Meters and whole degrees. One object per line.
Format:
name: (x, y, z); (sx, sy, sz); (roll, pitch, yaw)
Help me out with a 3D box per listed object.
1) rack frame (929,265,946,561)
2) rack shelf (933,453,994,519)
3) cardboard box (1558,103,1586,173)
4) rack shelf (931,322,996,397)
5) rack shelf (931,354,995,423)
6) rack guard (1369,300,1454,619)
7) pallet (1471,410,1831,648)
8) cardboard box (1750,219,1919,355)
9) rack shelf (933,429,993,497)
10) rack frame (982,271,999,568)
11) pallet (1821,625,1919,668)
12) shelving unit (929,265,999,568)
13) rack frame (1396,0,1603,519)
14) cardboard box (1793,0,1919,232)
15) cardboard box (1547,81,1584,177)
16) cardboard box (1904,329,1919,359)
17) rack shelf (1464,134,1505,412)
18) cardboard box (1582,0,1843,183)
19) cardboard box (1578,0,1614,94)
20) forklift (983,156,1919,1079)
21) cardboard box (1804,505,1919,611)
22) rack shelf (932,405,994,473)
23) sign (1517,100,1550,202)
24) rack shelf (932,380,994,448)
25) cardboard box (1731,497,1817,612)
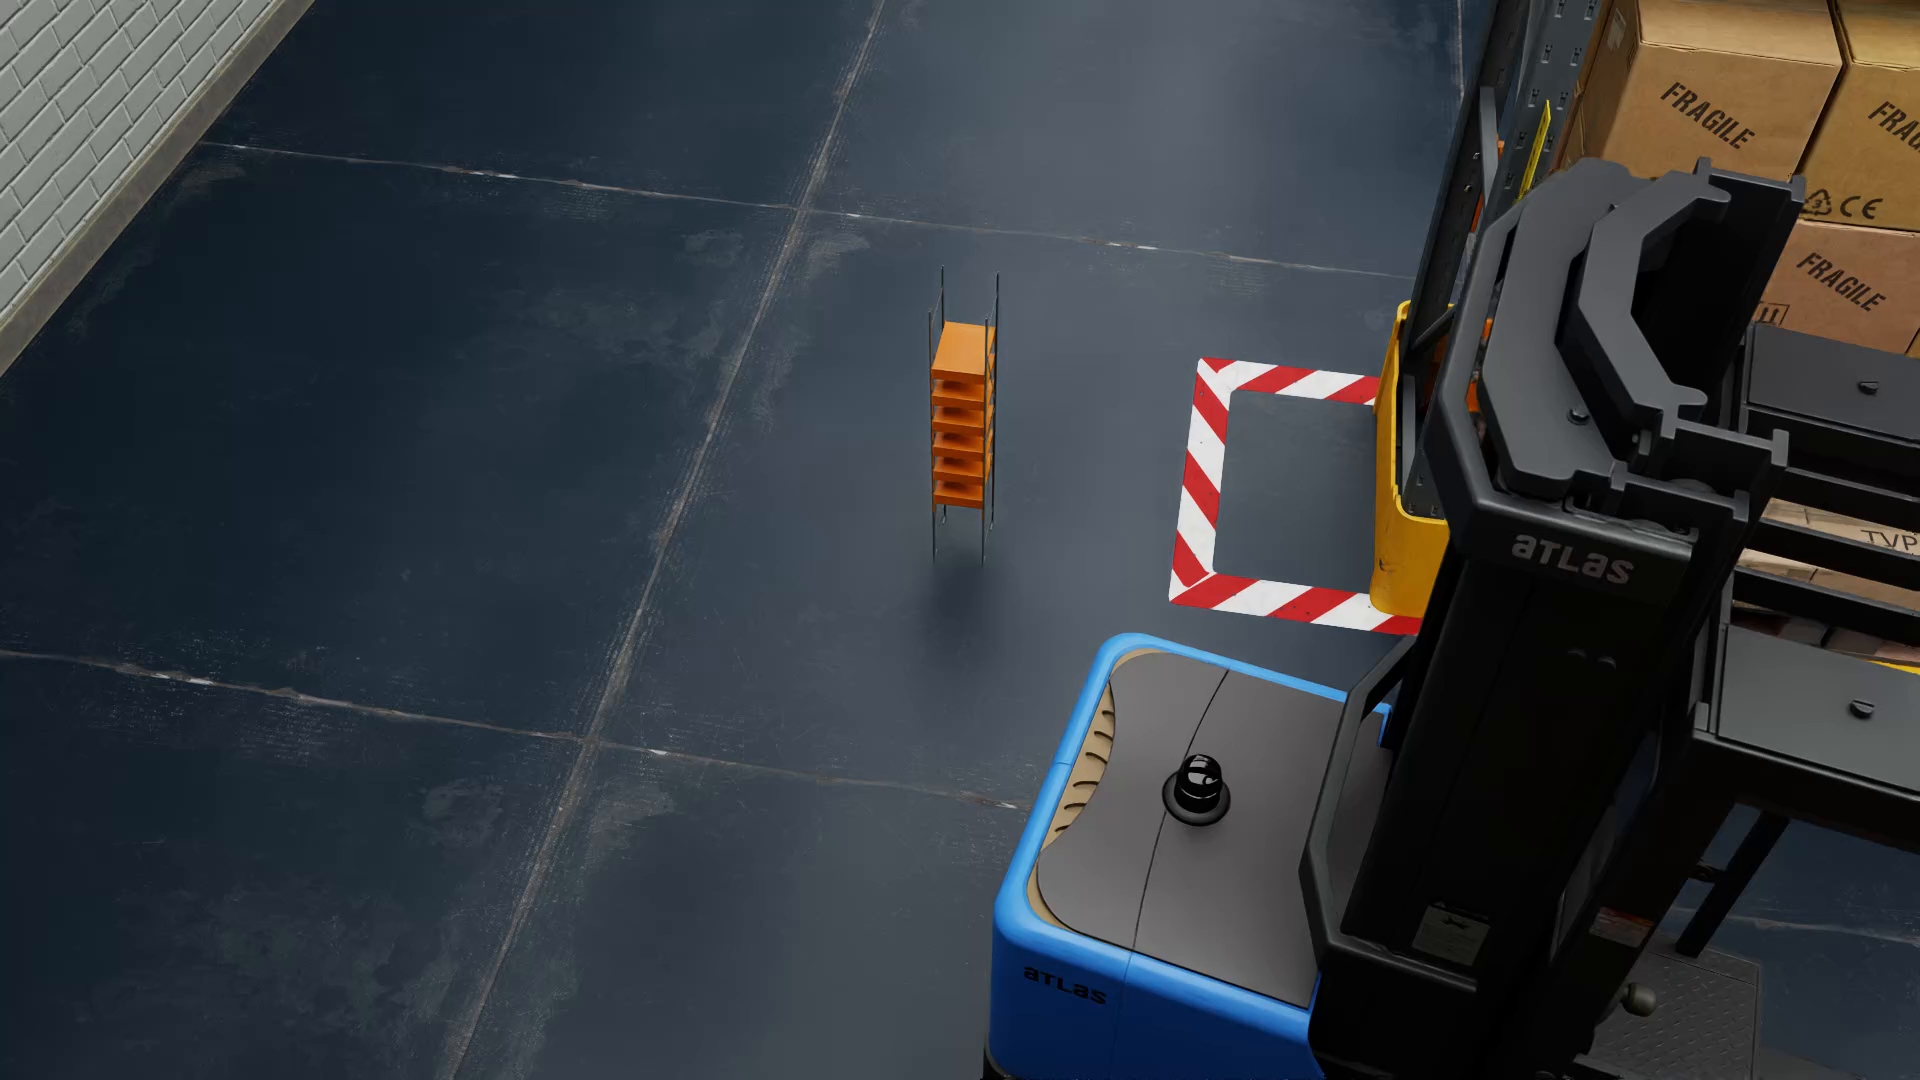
rack frame: (-0.076, -0.411, 5.813); (0.006, 1.200, 0.240); (8, 49, 7)
rack shelf: (0.014, -0.209, 6.014); (0.180, 0.103, 0.258); (8, 49, 7)
cardboard box: (2.070, -0.941, 5.012); (0.500, 0.500, 0.500); (9, 49, 8)
rack shelf: (0.014, -0.610, 5.567); (0.180, 0.103, 0.258); (8, 49, 7)
rack shelf: (0.014, -0.530, 5.657); (0.180, 0.103, 0.258); (8, 49, 7)
rack guard: (1.755, -0.314, 6.196); (0.348, 0.500, 1.175); (8, 49, 7)
pallet: (2.540, -0.112, 6.209); (1.213, 0.211, 1.003); (8, 49, 7)
cardboard box: (2.579, -0.877, 4.954); (0.500, 0.500, 0.500); (7, 48, 6)
rack shelf: (0.014, -0.289, 5.924); (0.180, 0.103, 0.258); (8, 49, 7)
rack frame: (0.104, -0.387, 5.791); (0.006, 1.200, 0.240); (8, 49, 7)
pallet: (3.737, 0.051, 6.063); (1.213, 0.211, 1.003); (8, 49, 7)
shelving unit: (0.014, -0.399, 5.802); (0.189, 1.200, 0.258); (8, 49, 7)
rack frame: (1.681, -1.159, 5.275); (0.127, 3.000, 1.000); (8, 49, 7)
cardboard box: (2.586, -1.212, 4.583); (0.500, 0.500, 0.500); (8, 49, 7)
cardboard box: (2.170, -1.333, 5.364); (0.500, 0.500, 0.500); (9, 49, 8)
cardboard box: (3.072, -0.808, 4.892); (0.500, 0.500, 0.500); (8, 49, 7)
rack shelf: (3.649, -0.654, 5.305); (4.000, 0.370, 1.077); (8, 49, 7)
cardboard box: (2.070, -1.275, 4.640); (0.500, 0.500, 0.500); (9, 49, 8)
cardboard box: (2.168, -1.669, 4.994); (0.500, 0.500, 0.500); (7, 48, 6)
forklift: (1.637, 0.701, 3.649); (3.031, 2.935, 1.130); (16, 50, 14)
cardboard box: (3.149, 0.024, 5.764); (0.500, 0.250, 0.500); (8, 49, 7)
rack shelf: (0.014, -0.369, 5.835); (0.180, 0.103, 0.258); (8, 49, 7)
sign: (1.584, -1.052, 4.596); (0.005, 0.325, 0.100); (8, 49, 7)
rack shelf: (0.014, -0.450, 5.746); (0.180, 0.103, 0.258); (8, 49, 7)
cardboard box: (2.657, -0.042, 5.824); (0.500, 0.250, 0.500); (8, 49, 7)
